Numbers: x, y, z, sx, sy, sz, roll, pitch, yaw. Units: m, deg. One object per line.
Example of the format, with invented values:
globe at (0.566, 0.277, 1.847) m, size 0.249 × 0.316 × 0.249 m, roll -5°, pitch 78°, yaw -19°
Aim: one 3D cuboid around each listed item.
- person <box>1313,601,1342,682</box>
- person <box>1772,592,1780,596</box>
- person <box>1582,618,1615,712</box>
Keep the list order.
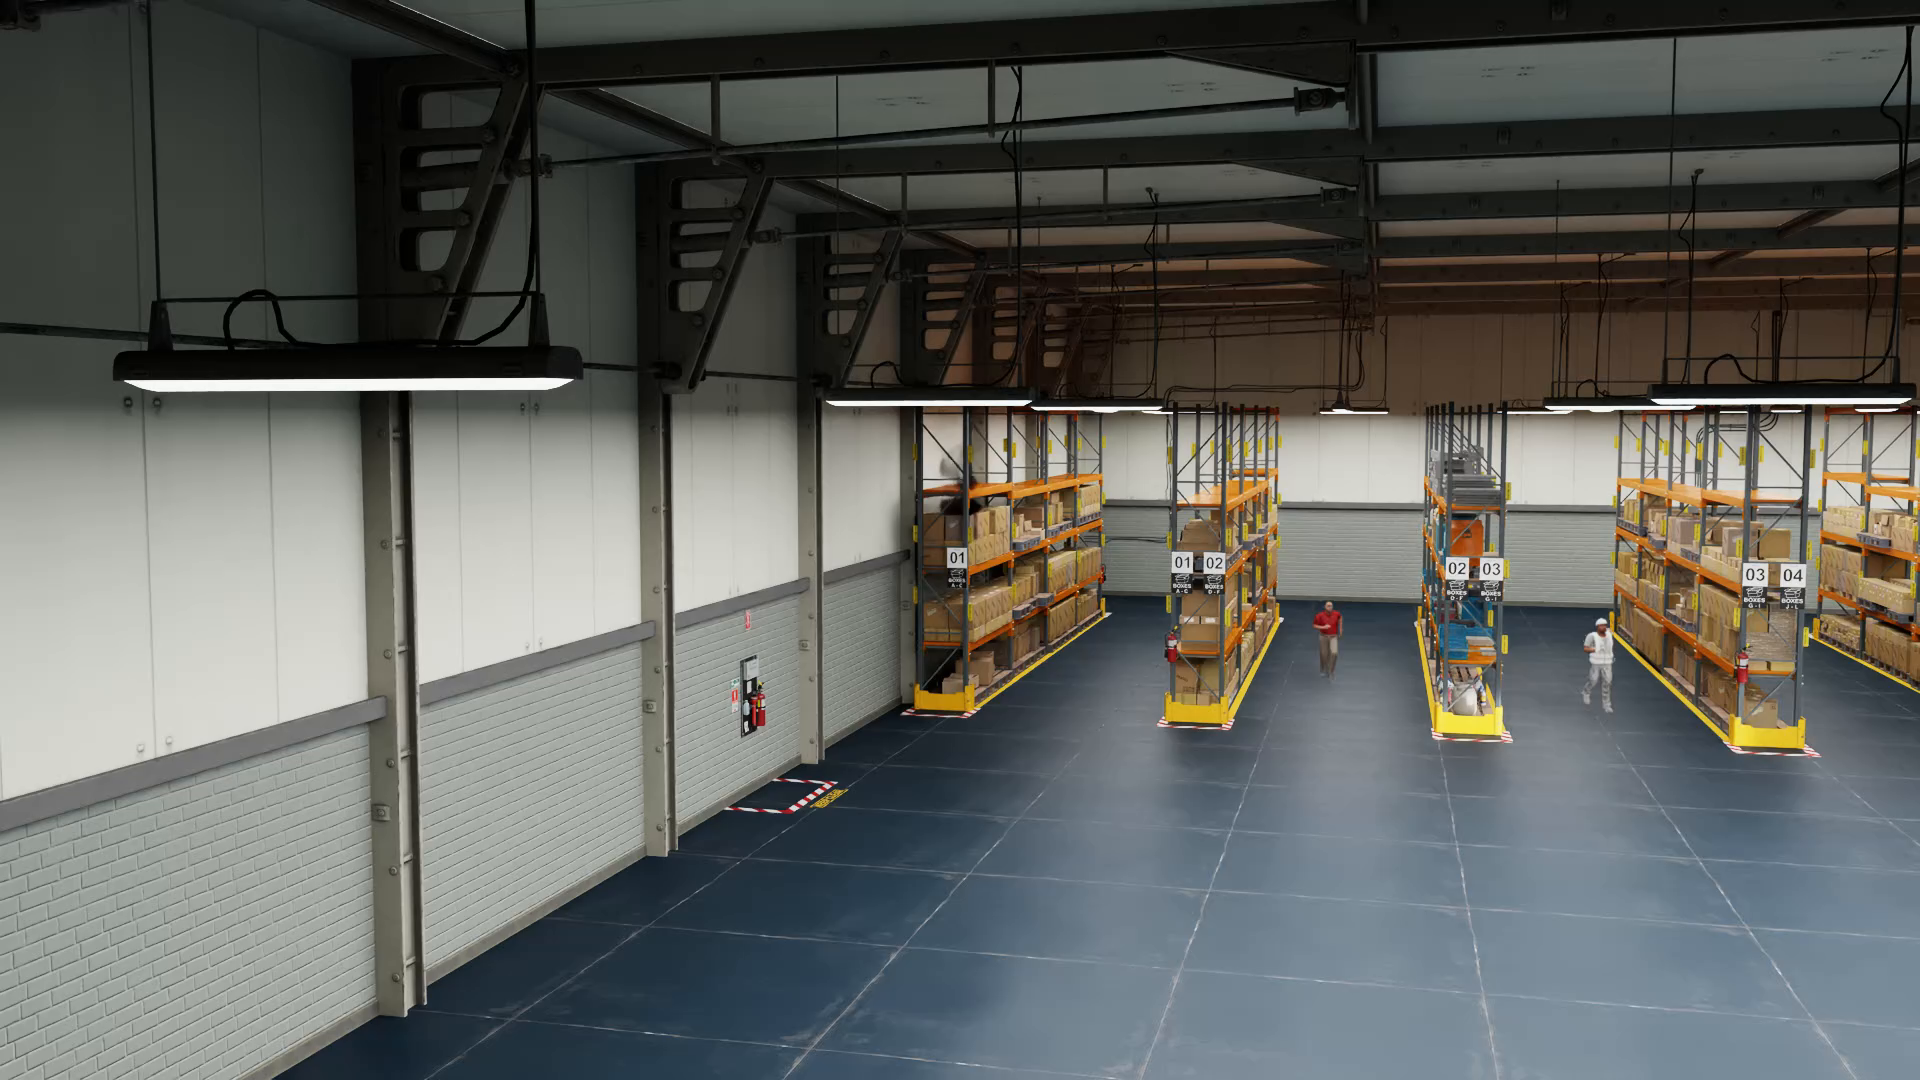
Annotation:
person at (8.015, 2.204, 36.250) m, size 0.687 × 1.780 × 0.876 m, roll 0°, pitch 4°, yaw -1°
person at (21.115, 1.763, 43.037) m, size 0.547 × 1.624 × 0.767 m, roll 2°, pitch 5°, yaw 28°
person at (12.464, 2.408, 32.427) m, size 0.698 × 1.777 × 0.956 m, roll 0°, pitch 4°, yaw -5°
